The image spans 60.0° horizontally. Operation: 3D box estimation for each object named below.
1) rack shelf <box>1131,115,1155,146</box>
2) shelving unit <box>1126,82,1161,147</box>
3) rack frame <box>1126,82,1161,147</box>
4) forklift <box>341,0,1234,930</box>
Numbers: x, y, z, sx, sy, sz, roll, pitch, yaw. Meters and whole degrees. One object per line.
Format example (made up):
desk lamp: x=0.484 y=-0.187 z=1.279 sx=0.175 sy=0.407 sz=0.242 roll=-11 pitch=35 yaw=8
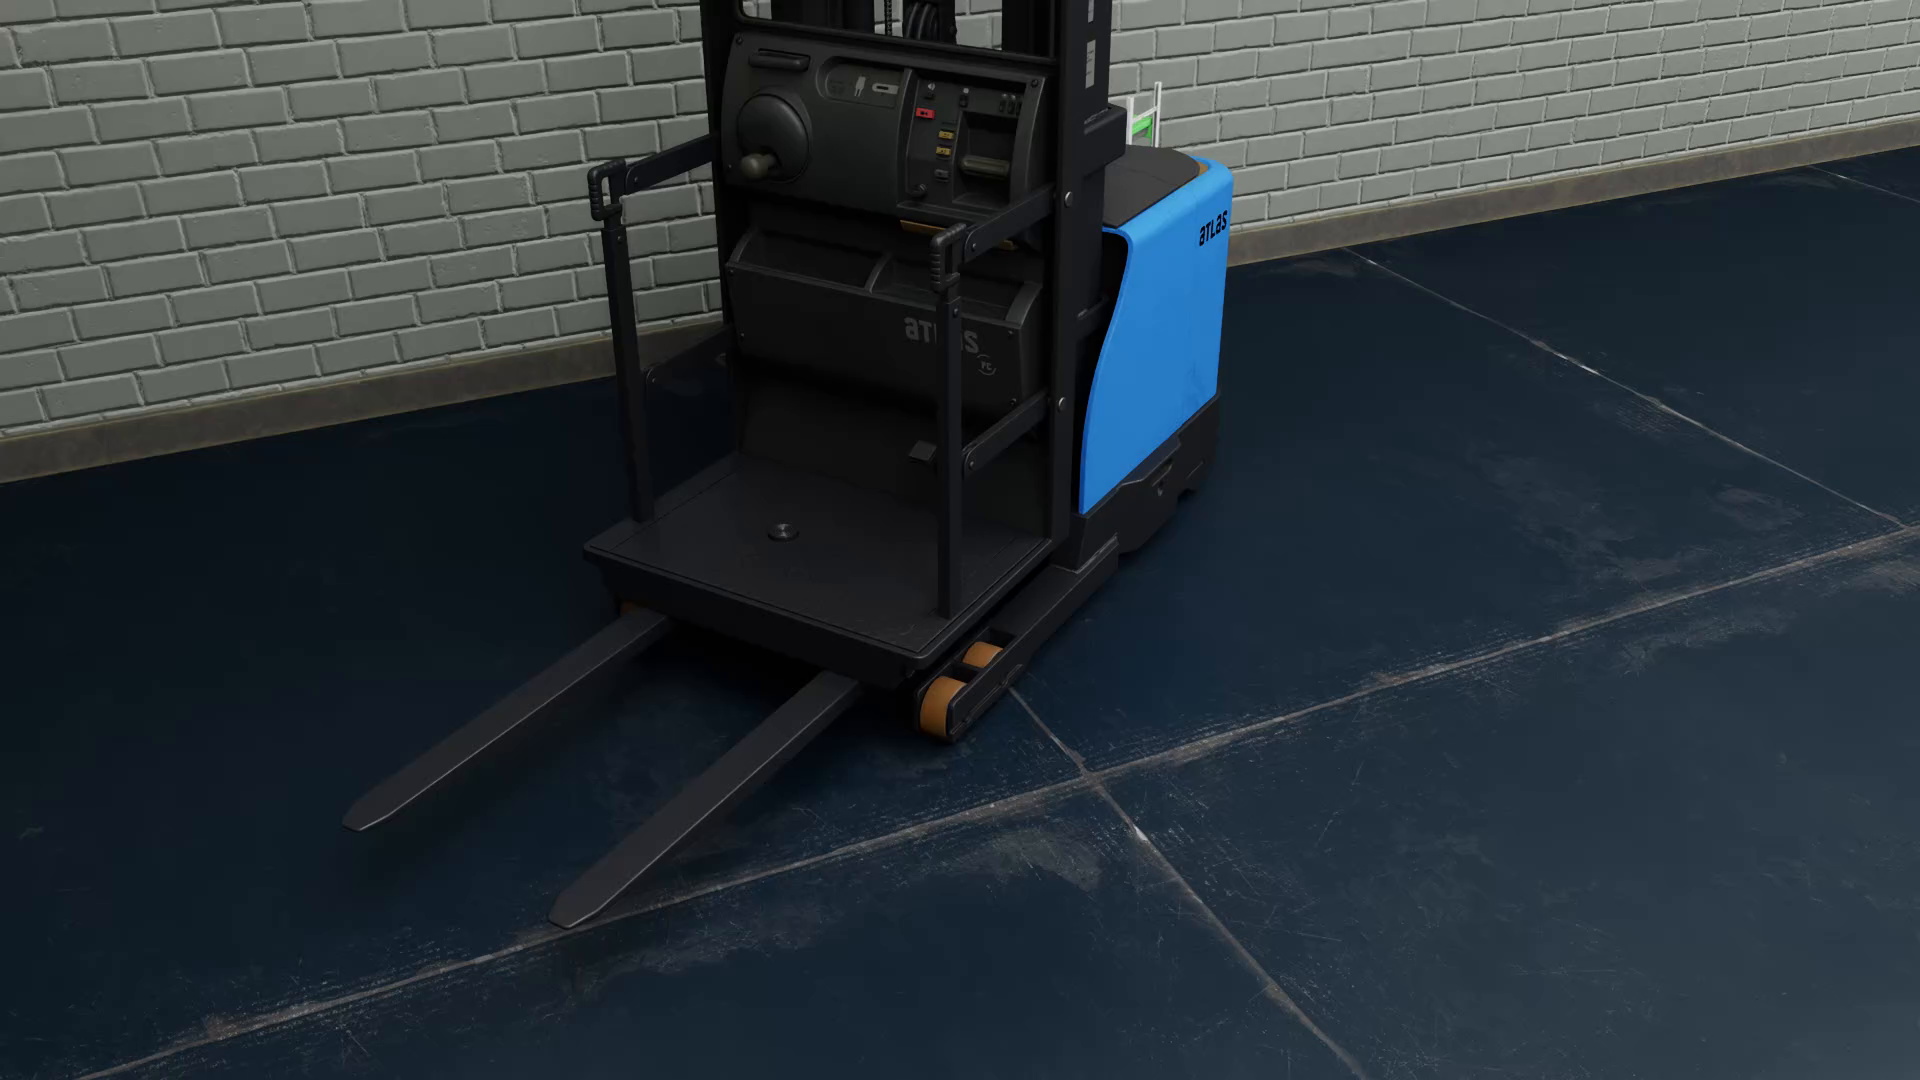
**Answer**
rack shelf: x=0.388 y=-1.362 z=5.601 sx=0.480 sy=0.148 sz=0.258 roll=16 pitch=33 yaw=26
shelving unit: x=0.388 y=-0.999 z=5.805 sx=0.503 sy=1.200 sz=0.258 roll=16 pitch=33 yaw=26
rack frame: x=0.600 y=-0.939 z=5.698 sx=0.015 sy=1.200 sz=0.240 roll=16 pitch=33 yaw=26
forklift: x=-0.319 y=-1.013 z=4.060 sx=1.130 sy=2.935 sz=3.031 roll=16 pitch=33 yaw=26
